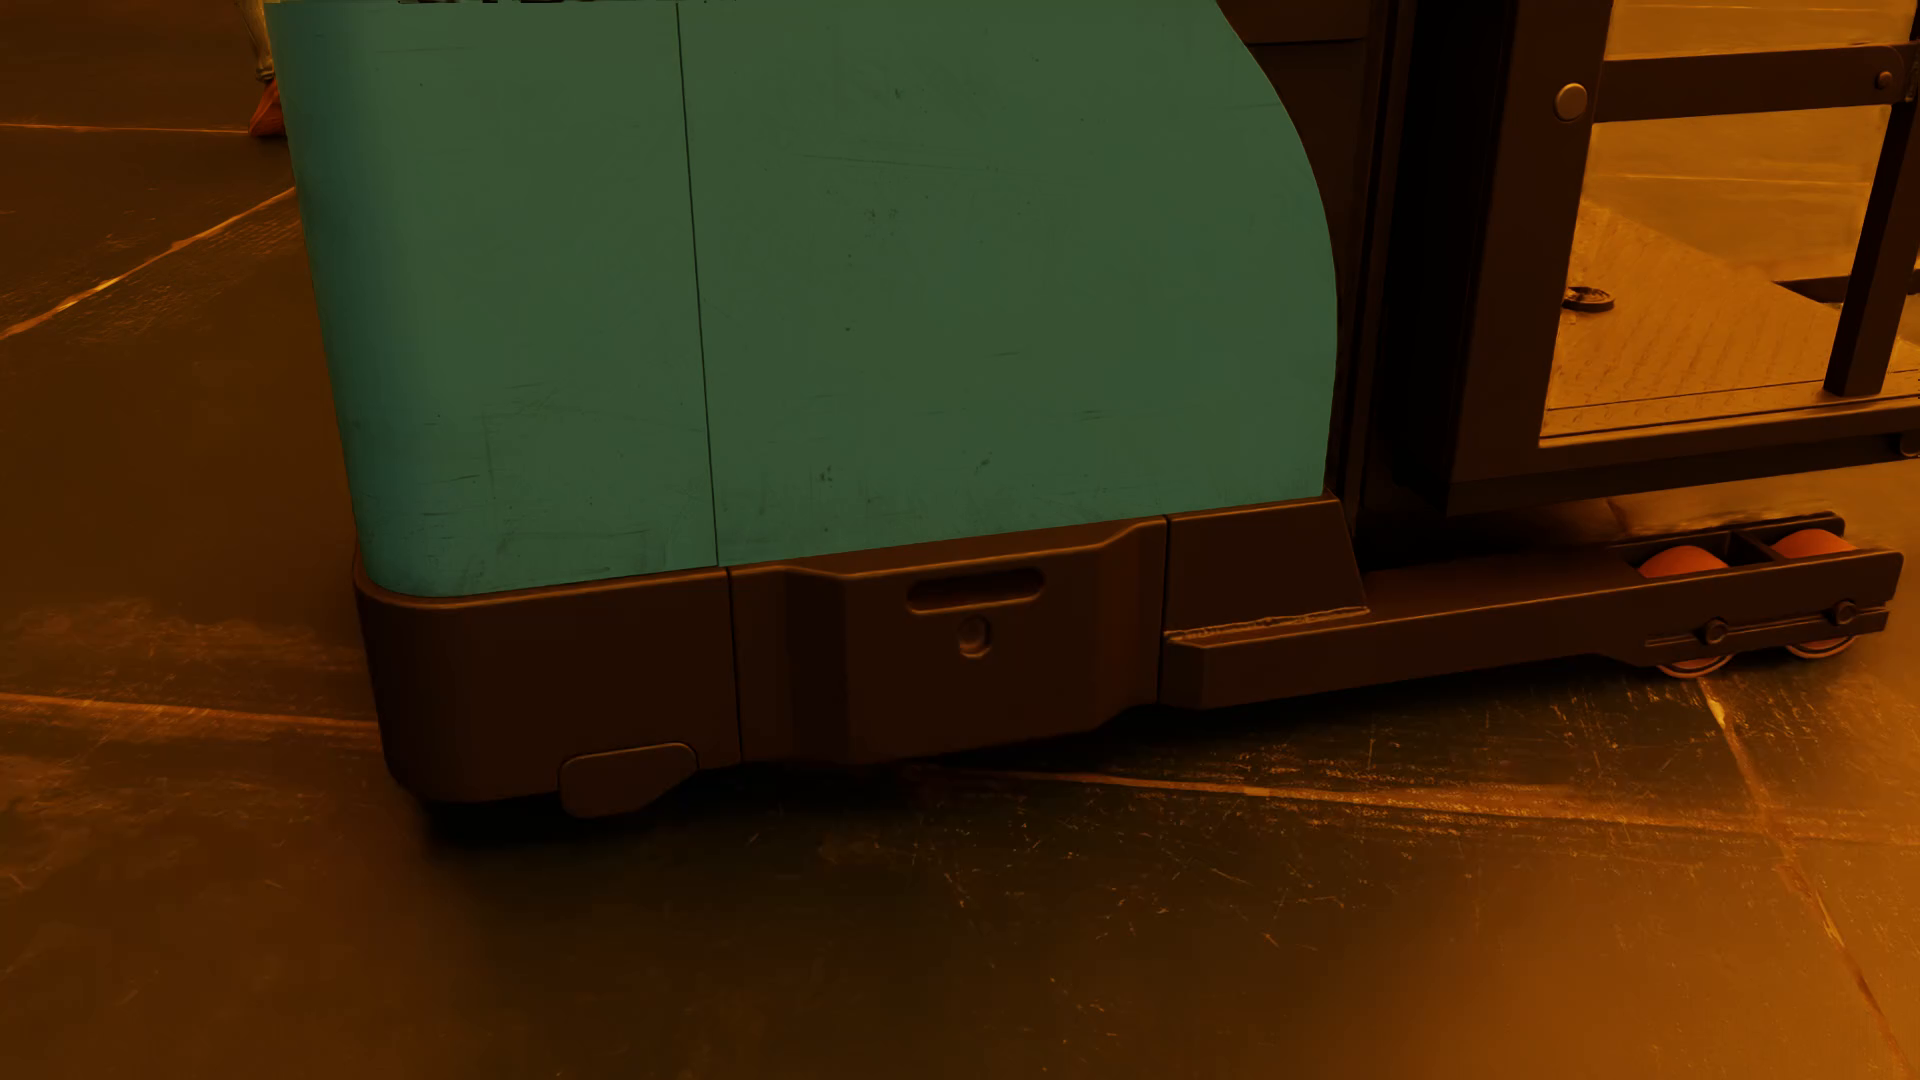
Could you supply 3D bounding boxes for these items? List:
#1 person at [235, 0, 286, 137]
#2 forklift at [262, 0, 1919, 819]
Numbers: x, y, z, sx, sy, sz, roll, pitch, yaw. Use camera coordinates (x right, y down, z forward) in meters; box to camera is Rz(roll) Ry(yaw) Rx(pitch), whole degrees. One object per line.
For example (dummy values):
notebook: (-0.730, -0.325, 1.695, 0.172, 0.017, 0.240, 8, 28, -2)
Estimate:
person: (-1.811, -1.991, 4.559, 0.687, 1.765, 0.483, -16, 31, -29)
forklift: (0.722, -1.355, 1.933, 3.031, 2.935, 1.130, -7, 27, -13)
